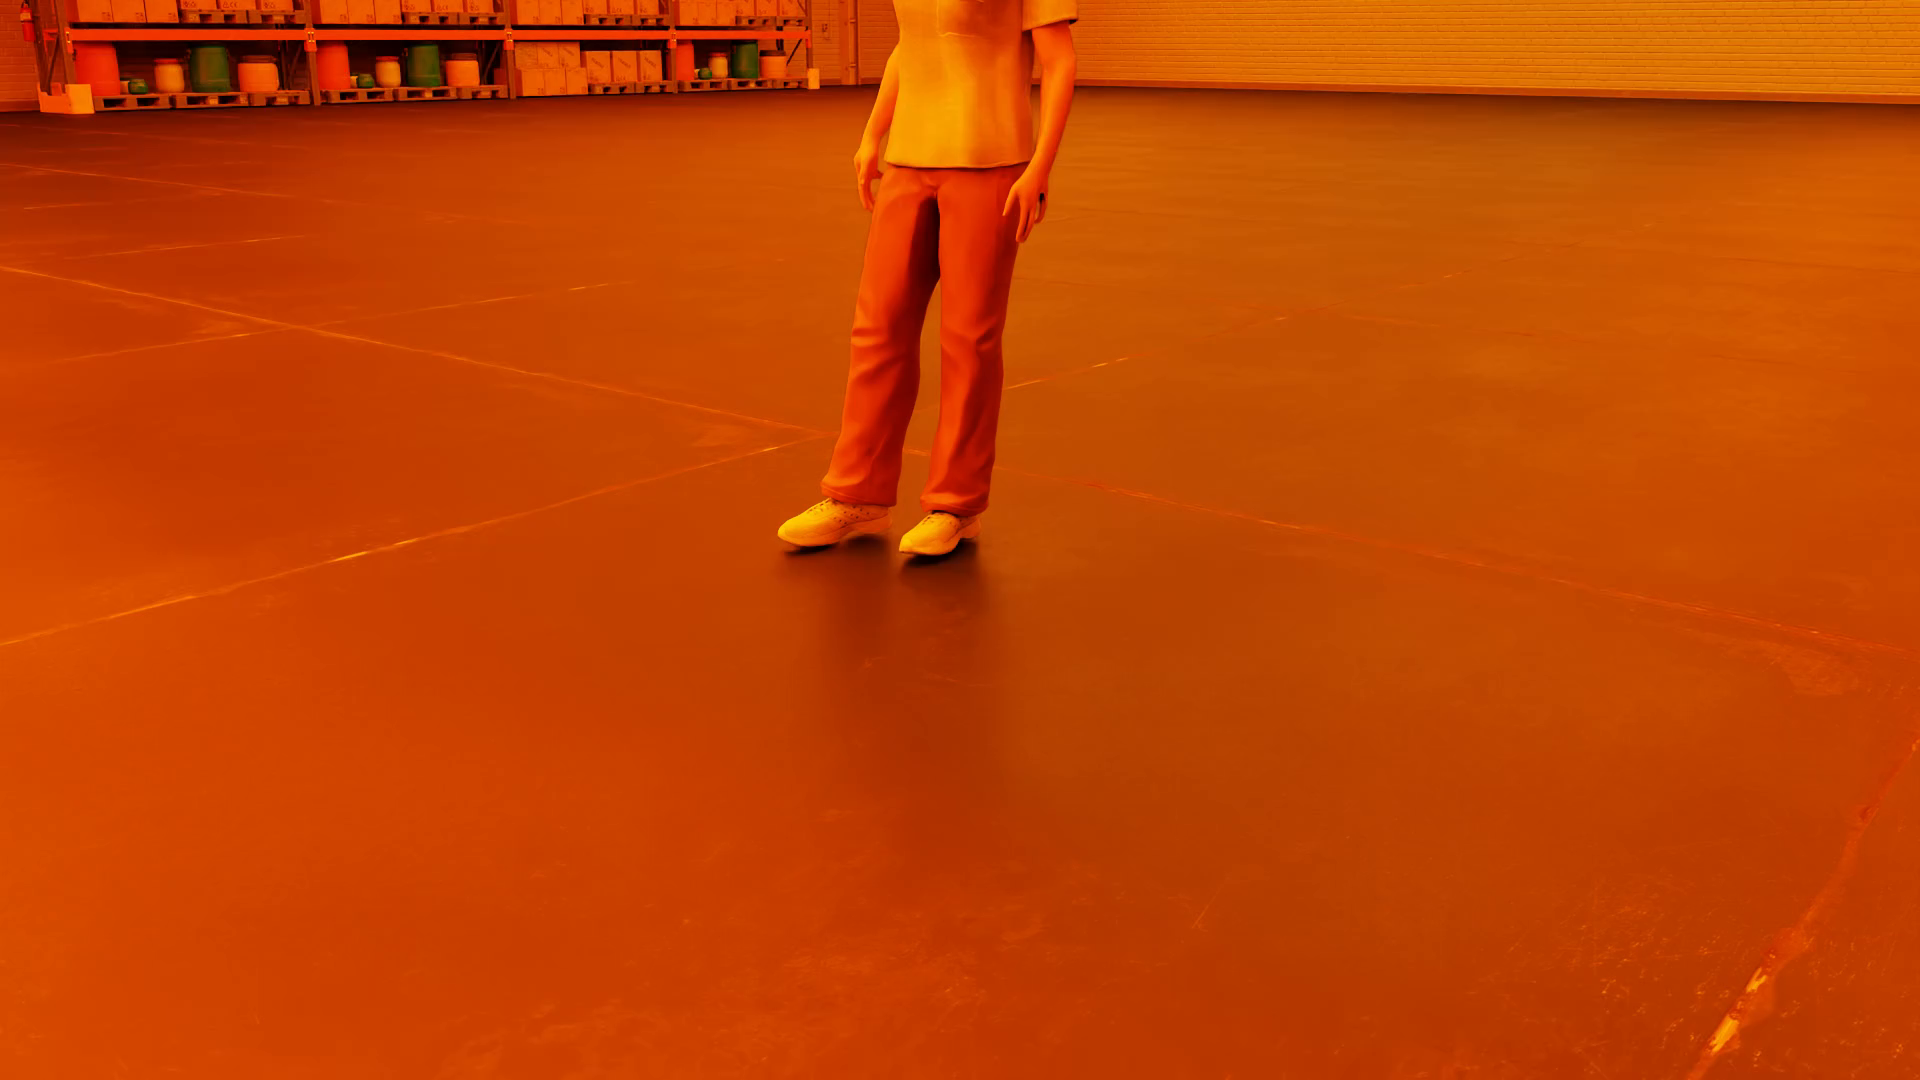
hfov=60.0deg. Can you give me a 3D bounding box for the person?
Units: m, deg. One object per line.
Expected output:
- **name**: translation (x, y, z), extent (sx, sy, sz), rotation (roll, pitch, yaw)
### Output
- **person**: translation (-0.056, -0.789, 3.650), extent (0.553, 1.663, 0.548), rotation (13, 21, 37)
